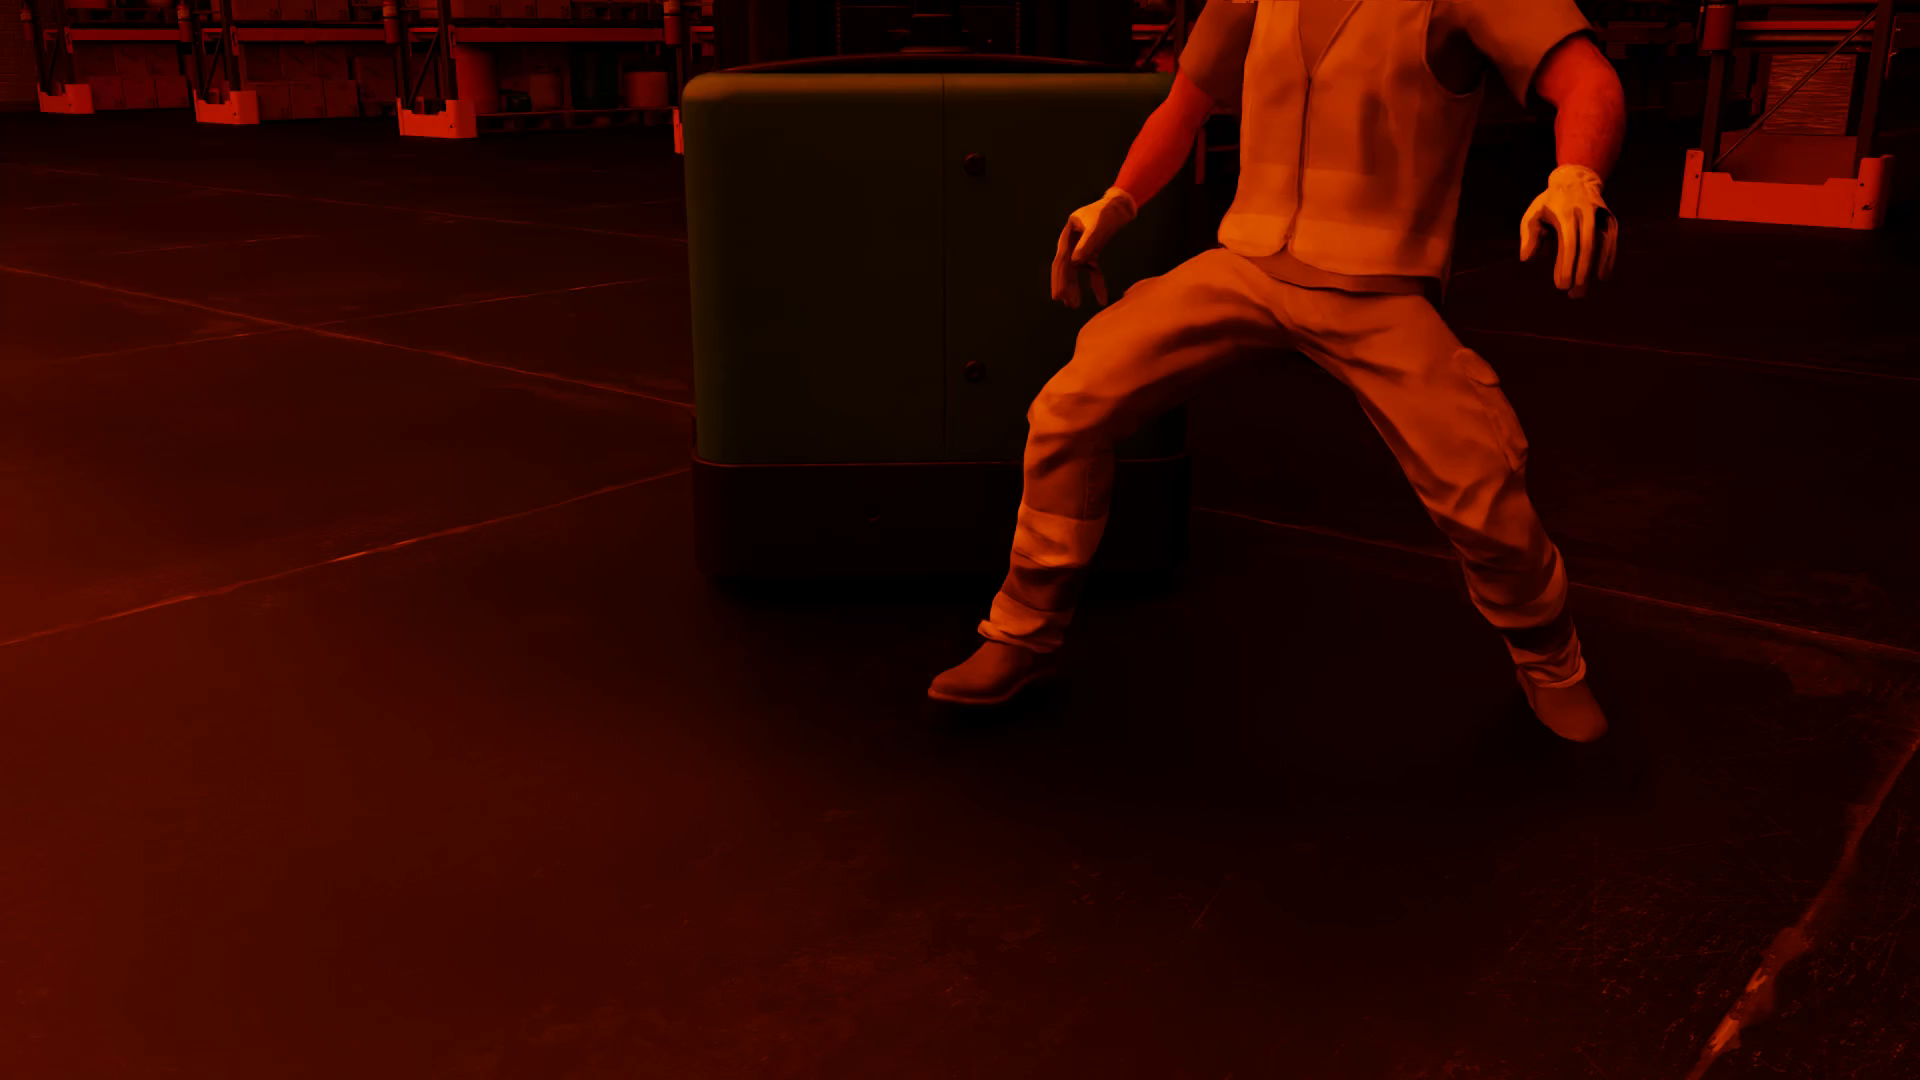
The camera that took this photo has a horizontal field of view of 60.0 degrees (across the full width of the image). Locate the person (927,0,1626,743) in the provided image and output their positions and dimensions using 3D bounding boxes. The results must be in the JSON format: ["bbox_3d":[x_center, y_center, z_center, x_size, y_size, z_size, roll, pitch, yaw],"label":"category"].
[{"bbox_3d":[0.596,-0.434,2.686,1.024,1.628,0.923,14,22,38],"label":"person"}]

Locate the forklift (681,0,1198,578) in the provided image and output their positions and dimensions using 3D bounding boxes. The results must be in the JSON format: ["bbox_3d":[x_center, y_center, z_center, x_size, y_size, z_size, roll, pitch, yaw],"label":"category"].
[{"bbox_3d":[-0.109,-1.700,4.496,1.130,2.935,3.031,-1,17,-3],"label":"forklift"}]
